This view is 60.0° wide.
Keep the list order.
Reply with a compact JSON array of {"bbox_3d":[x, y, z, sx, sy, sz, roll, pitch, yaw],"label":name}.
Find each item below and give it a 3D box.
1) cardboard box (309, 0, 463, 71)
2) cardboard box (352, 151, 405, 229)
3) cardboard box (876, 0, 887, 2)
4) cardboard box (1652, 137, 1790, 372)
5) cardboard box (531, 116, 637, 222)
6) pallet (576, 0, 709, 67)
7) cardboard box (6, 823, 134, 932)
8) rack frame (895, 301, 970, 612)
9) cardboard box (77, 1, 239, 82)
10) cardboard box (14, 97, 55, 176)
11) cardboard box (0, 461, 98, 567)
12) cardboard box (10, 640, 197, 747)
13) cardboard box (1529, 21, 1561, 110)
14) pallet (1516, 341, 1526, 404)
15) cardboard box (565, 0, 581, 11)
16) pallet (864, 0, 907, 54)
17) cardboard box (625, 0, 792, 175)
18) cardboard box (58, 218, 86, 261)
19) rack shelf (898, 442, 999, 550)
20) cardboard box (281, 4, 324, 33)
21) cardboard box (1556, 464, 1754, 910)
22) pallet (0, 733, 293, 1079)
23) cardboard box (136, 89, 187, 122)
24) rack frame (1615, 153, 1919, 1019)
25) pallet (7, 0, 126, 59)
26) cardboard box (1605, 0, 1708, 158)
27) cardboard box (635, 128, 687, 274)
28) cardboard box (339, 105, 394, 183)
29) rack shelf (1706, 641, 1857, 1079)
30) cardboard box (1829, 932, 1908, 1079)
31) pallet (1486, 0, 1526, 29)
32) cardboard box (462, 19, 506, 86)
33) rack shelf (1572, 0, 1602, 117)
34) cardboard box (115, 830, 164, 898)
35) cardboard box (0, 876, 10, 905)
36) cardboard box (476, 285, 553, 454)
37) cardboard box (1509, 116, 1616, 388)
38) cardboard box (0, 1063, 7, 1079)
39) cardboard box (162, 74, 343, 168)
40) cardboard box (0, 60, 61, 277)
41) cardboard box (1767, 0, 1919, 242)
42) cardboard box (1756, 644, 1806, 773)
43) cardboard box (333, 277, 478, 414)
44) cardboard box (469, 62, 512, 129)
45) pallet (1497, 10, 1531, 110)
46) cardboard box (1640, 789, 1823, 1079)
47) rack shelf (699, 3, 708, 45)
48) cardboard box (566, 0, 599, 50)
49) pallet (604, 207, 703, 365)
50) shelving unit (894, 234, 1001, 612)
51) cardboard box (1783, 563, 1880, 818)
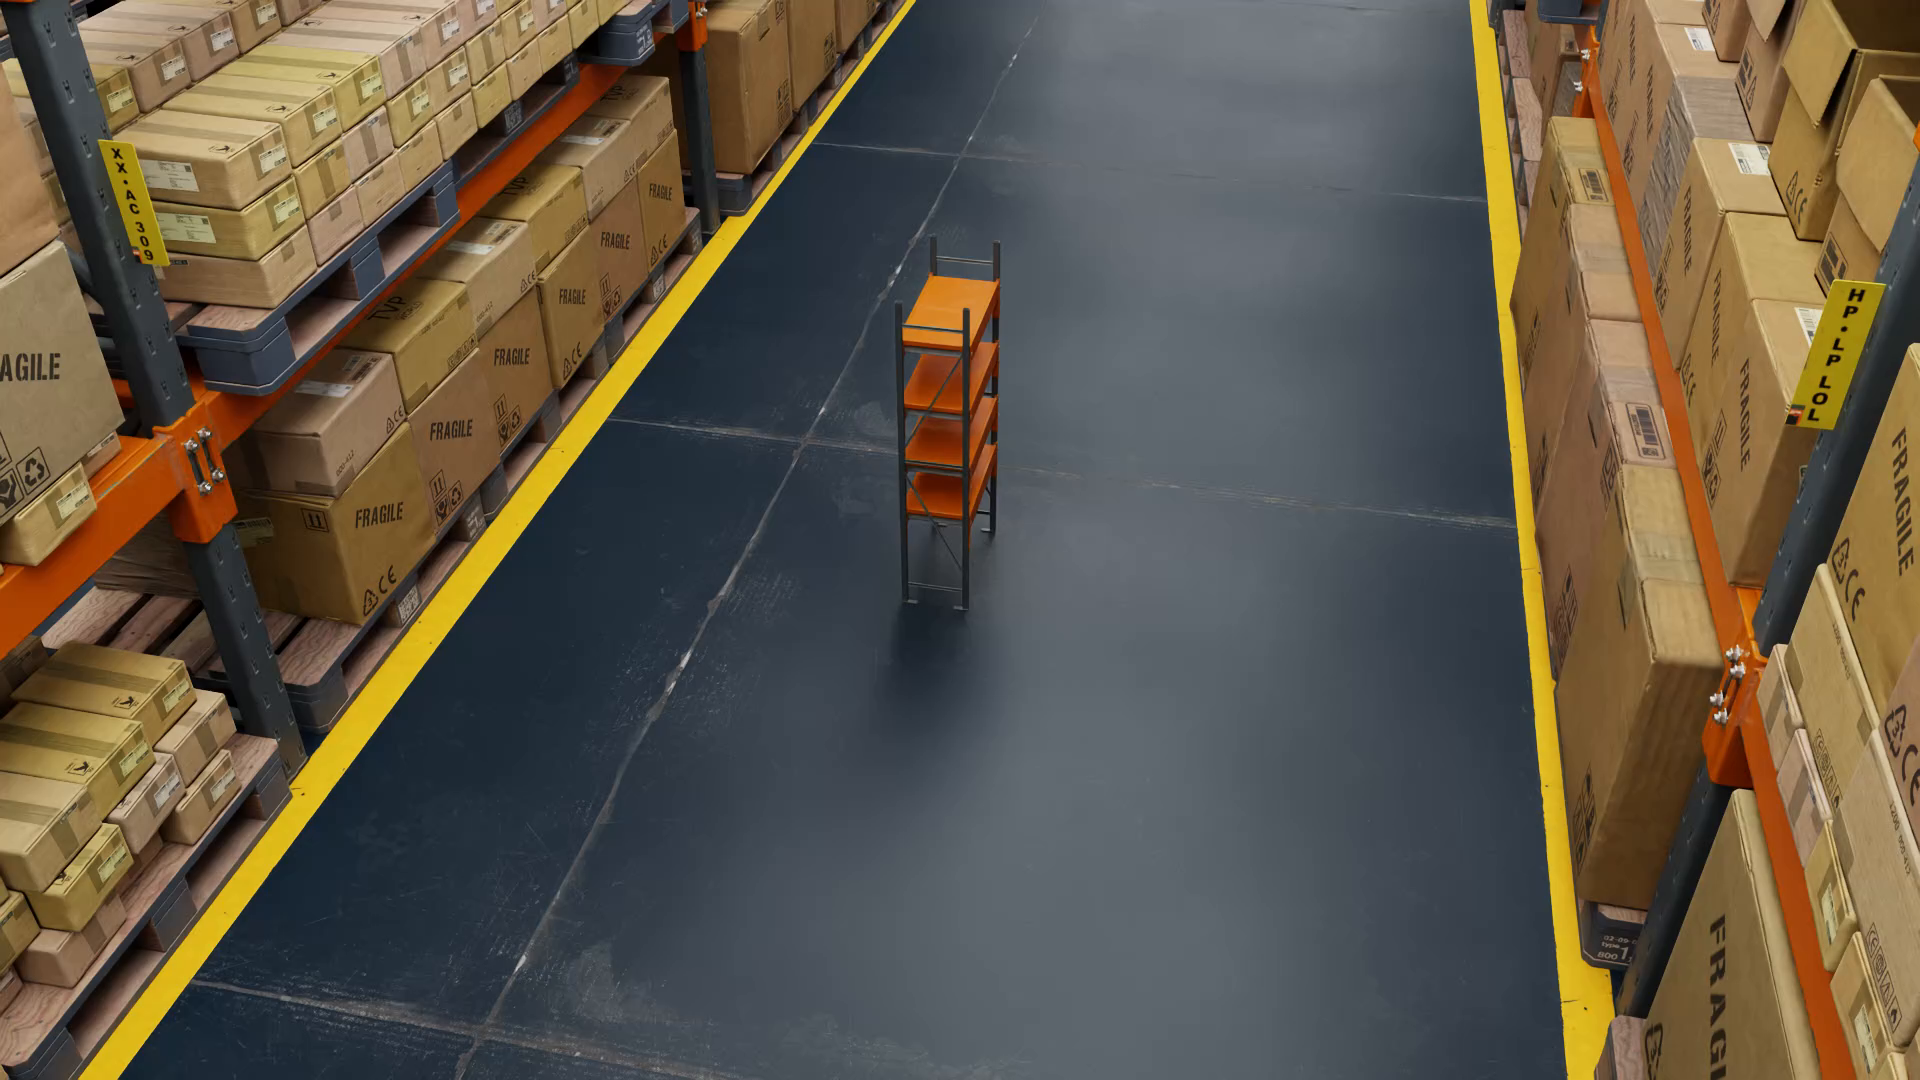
[{"bbox_3d":[-1.815,-1.615,5.272,0.380,0.149,0.250,7,37,10],"label":"cardboard box"},{"bbox_3d":[-1.925,-1.080,5.040,0.380,0.149,0.250,8,37,10],"label":"cardboard box"},{"bbox_3d":[-0.905,-4.020,10.799,1.050,0.750,0.750,7,37,10],"label":"cardboard box"},{"bbox_3d":[2.305,-0.788,4.695,0.500,0.500,0.500,7,37,9],"label":"cardboard box"},{"bbox_3d":[-1.702,-1.580,7.007,0.500,0.250,0.500,8,37,11],"label":"cardboard box"},{"bbox_3d":[-1.763,-2.335,7.079,1.213,0.211,1.003,7,37,10],"label":"pallet"},{"bbox_3d":[-2.411,0.856,4.331,0.380,0.149,0.250,6,36,8],"label":"cardboard box"},{"bbox_3d":[-0.087,-0.251,5.574,0.240,1.200,0.015,7,37,10],"label":"rack frame"},{"bbox_3d":[-2.504,-1.558,5.192,0.380,0.149,0.250,7,37,10],"label":"cardboard box"},{"bbox_3d":[-2.674,-1.105,4.568,0.380,0.149,0.250,9,37,12],"label":"cardboard box"},{"bbox_3d":[-2.350,-0.085,4.025,0.380,0.149,0.250,6,36,9],"label":"cardboard box"},{"bbox_3d":[-2.391,0.439,4.653,0.380,0.149,0.250,8,37,11],"label":"cardboard box"},{"bbox_3d":[3.572,-2.673,9.137,0.700,0.500,0.500,4,36,6],"label":"cardboard box"},{"bbox_3d":[2.867,-0.583,6.875,1.003,0.211,1.213,7,37,10],"label":"pallet"},{"bbox_3d":[-1.594,-2.093,6.184,0.380,0.149,0.250,7,37,10],"label":"cardboard box"},{"bbox_3d":[-0.951,-3.547,10.964,1.003,0.211,1.213,7,37,10],"label":"pallet"},{"bbox_3d":[-1.497,-2.431,8.608,1.050,0.750,0.750,7,36,9],"label":"cardboard box"},{"bbox_3d":[-2.678,-0.862,4.739,0.380,0.149,0.250,7,36,9],"label":"cardboard box"},{"bbox_3d":[-0.035,-0.176,5.923,0.258,0.148,0.480,7,37,10],"label":"rack shelf"},{"bbox_3d":[-2.399,-1.739,5.696,0.380,0.149,0.250,7,37,10],"label":"cardboard box"},{"bbox_3d":[2.372,0.459,4.513,1.225,0.875,0.875,7,37,10],"label":"cardboard box"},{"bbox_3d":[-2.678,0.977,4.722,1.003,0.211,1.213,7,37,10],"label":"pallet"},{"bbox_3d":[-2.566,-1.276,5.057,0.380,0.149,0.250,9,37,12],"label":"cardboard box"},{"bbox_3d":[2.255,0.139,3.503,1.000,3.000,0.127,7,37,10],"label":"rack frame"},{"bbox_3d":[-6.141,-3.413,10.779,1.003,0.211,1.213,7,37,10],"label":"pallet"},{"bbox_3d":[2.632,-1.655,5.892,0.500,0.500,0.500,6,36,9],"label":"cardboard box"},{"bbox_3d":[-1.600,-1.582,7.649,0.500,0.500,0.500,7,37,10],"label":"cardboard box"},{"bbox_3d":[-1.927,-1.195,4.945,0.380,0.149,0.250,8,37,11],"label":"cardboard box"},{"bbox_3d":[1.828,1.576,2.132,1.077,0.370,4.000,7,37,10],"label":"rack shelf"},{"bbox_3d":[1.701,0.821,2.775,0.380,0.149,0.250,6,36,9],"label":"cardboard box"},{"bbox_3d":[4.073,-3.708,11.187,1.003,0.211,1.213,7,37,10],"label":"pallet"},{"bbox_3d":[-1.760,-1.651,5.575,0.380,0.149,0.250,7,36,9],"label":"cardboard box"},{"bbox_3d":[3.536,-3.010,8.460,1.077,0.370,4.000,7,37,10],"label":"rack shelf"},{"bbox_3d":[-2.457,0.849,4.594,0.380,0.149,0.250,8,37,11],"label":"cardboard box"},{"bbox_3d":[-2.584,0.873,4.054,0.380,0.149,0.250,8,37,11],"label":"cardboard box"},{"bbox_3d":[-1.942,-0.695,6.425,0.500,0.500,0.500,8,37,11],"label":"cardboard box"},{"bbox_3d":[2.942,-1.071,6.625,1.225,0.875,0.875,6,36,8],"label":"cardboard box"},{"bbox_3d":[-2.541,1.304,3.966,0.380,0.149,0.250,7,37,10],"label":"cardboard box"},{"bbox_3d":[-1.982,-1.179,4.670,0.380,0.149,0.250,8,37,11],"label":"cardboard box"},{"bbox_3d":[-2.405,-0.804,3.612,0.500,0.500,0.500,6,36,8],"label":"cardboard box"},{"bbox_3d":[2.541,-1.067,4.227,0.797,0.503,0.637,8,37,10],"label":"cardboard box"},{"bbox_3d":[1.867,0.368,3.400,0.380,0.149,0.250,7,37,10],"label":"cardboard box"},{"bbox_3d":[-2.042,-0.699,5.791,0.500,0.250,0.500,8,37,11],"label":"cardboard box"},{"bbox_3d":[-1.762,-1.527,5.657,0.380,0.149,0.250,7,36,9],"label":"cardboard box"},{"bbox_3d":[3.799,-2.872,10.033,1.003,0.211,1.213,7,37,10],"label":"pallet"},{"bbox_3d":[2.036,1.197,3.495,0.875,0.875,0.875,7,37,10],"label":"cardboard box"},{"bbox_3d":[-1.287,-3.690,9.398,1.077,0.370,4.000,7,37,10],"label":"rack shelf"},{"bbox_3d":[-1.593,-1.976,6.276,0.380,0.149,0.250,6,36,8],"label":"cardboard box"},{"bbox_3d":[-1.883,-1.257,7.805,1.003,0.211,1.213,7,37,10],"label":"pallet"},{"bbox_3d":[-0.035,-0.391,5.767,0.258,1.200,0.503,7,37,10],"label":"shelving unit"},{"bbox_3d":[1.899,0.315,3.133,0.500,0.250,0.500,7,36,9],"label":"cardboard box"}]
